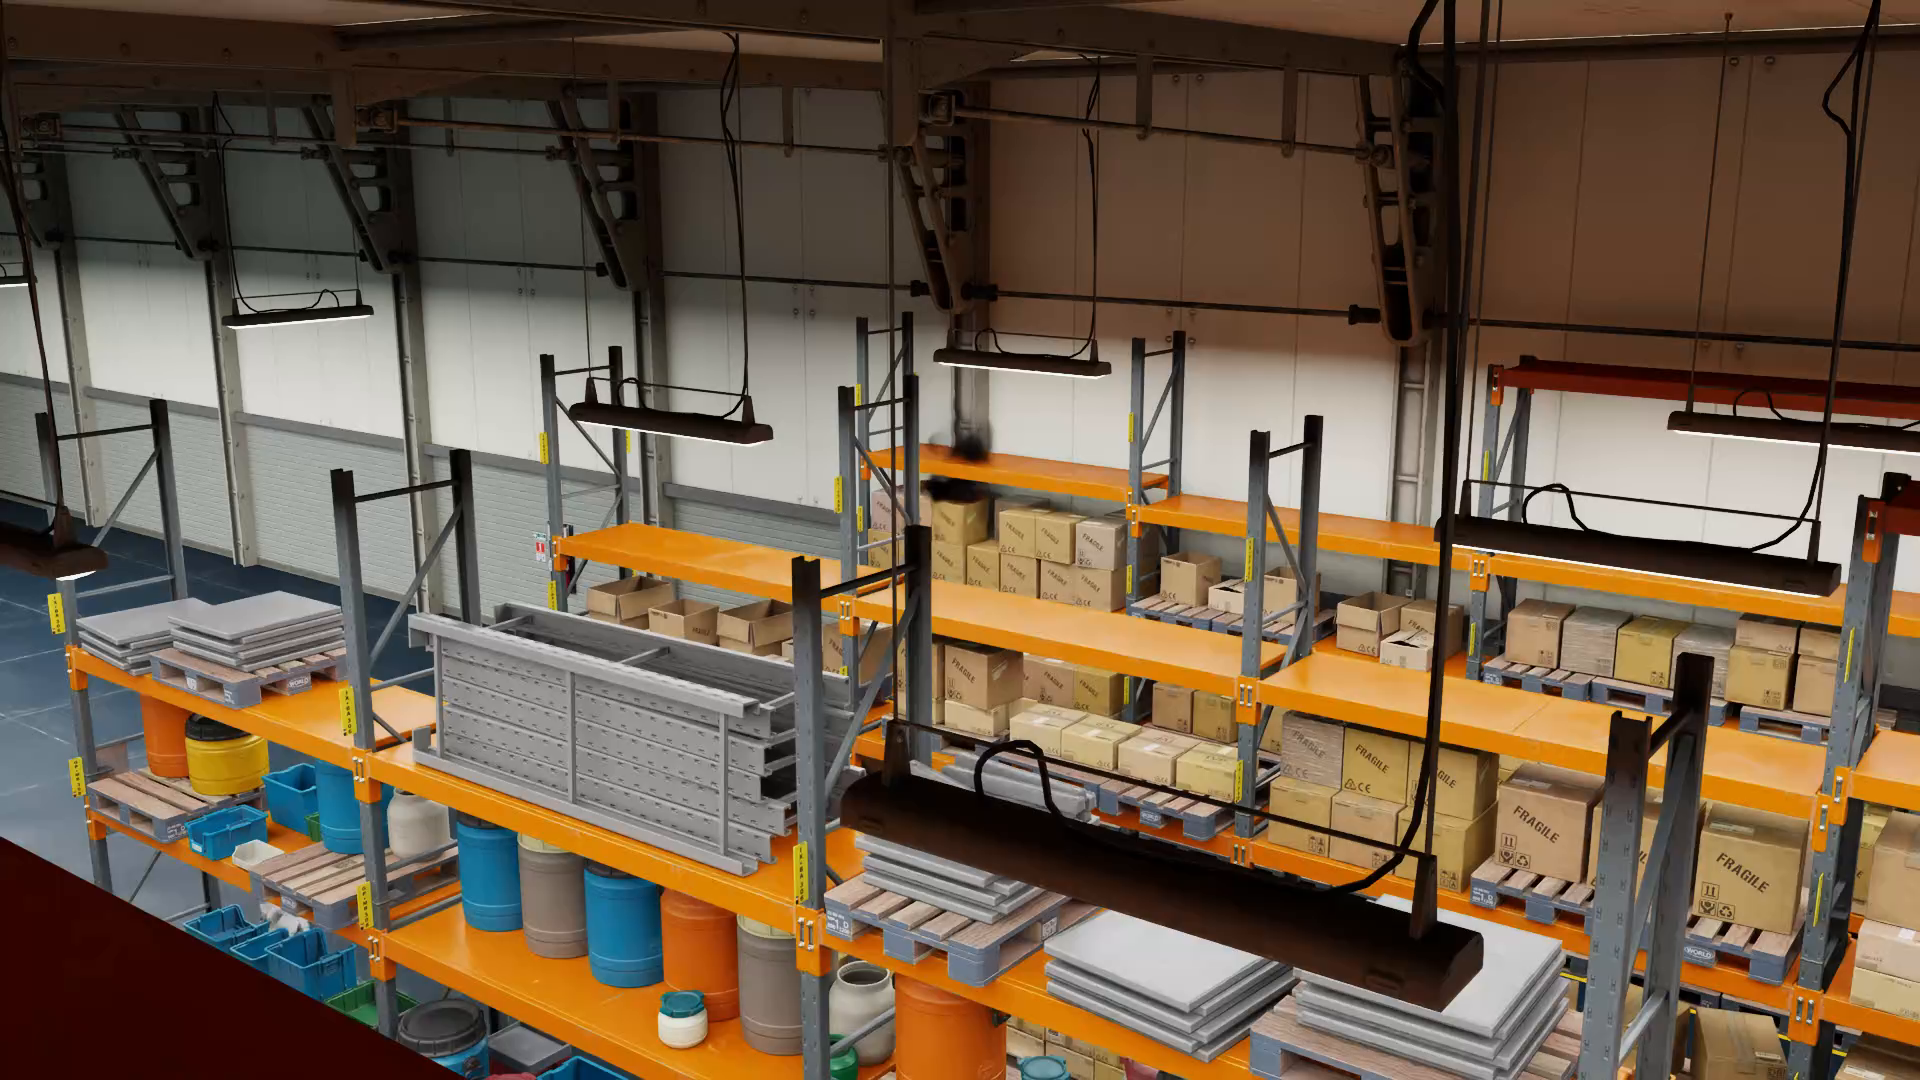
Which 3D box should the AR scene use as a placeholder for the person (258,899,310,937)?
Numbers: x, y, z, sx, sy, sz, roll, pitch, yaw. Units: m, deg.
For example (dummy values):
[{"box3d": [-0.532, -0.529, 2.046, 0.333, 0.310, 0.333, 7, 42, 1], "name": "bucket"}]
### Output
[{"box3d": [-6.392, 3.659, 15.665, 0.802, 1.834, 0.705, 2, 13, 8], "name": "person"}]
